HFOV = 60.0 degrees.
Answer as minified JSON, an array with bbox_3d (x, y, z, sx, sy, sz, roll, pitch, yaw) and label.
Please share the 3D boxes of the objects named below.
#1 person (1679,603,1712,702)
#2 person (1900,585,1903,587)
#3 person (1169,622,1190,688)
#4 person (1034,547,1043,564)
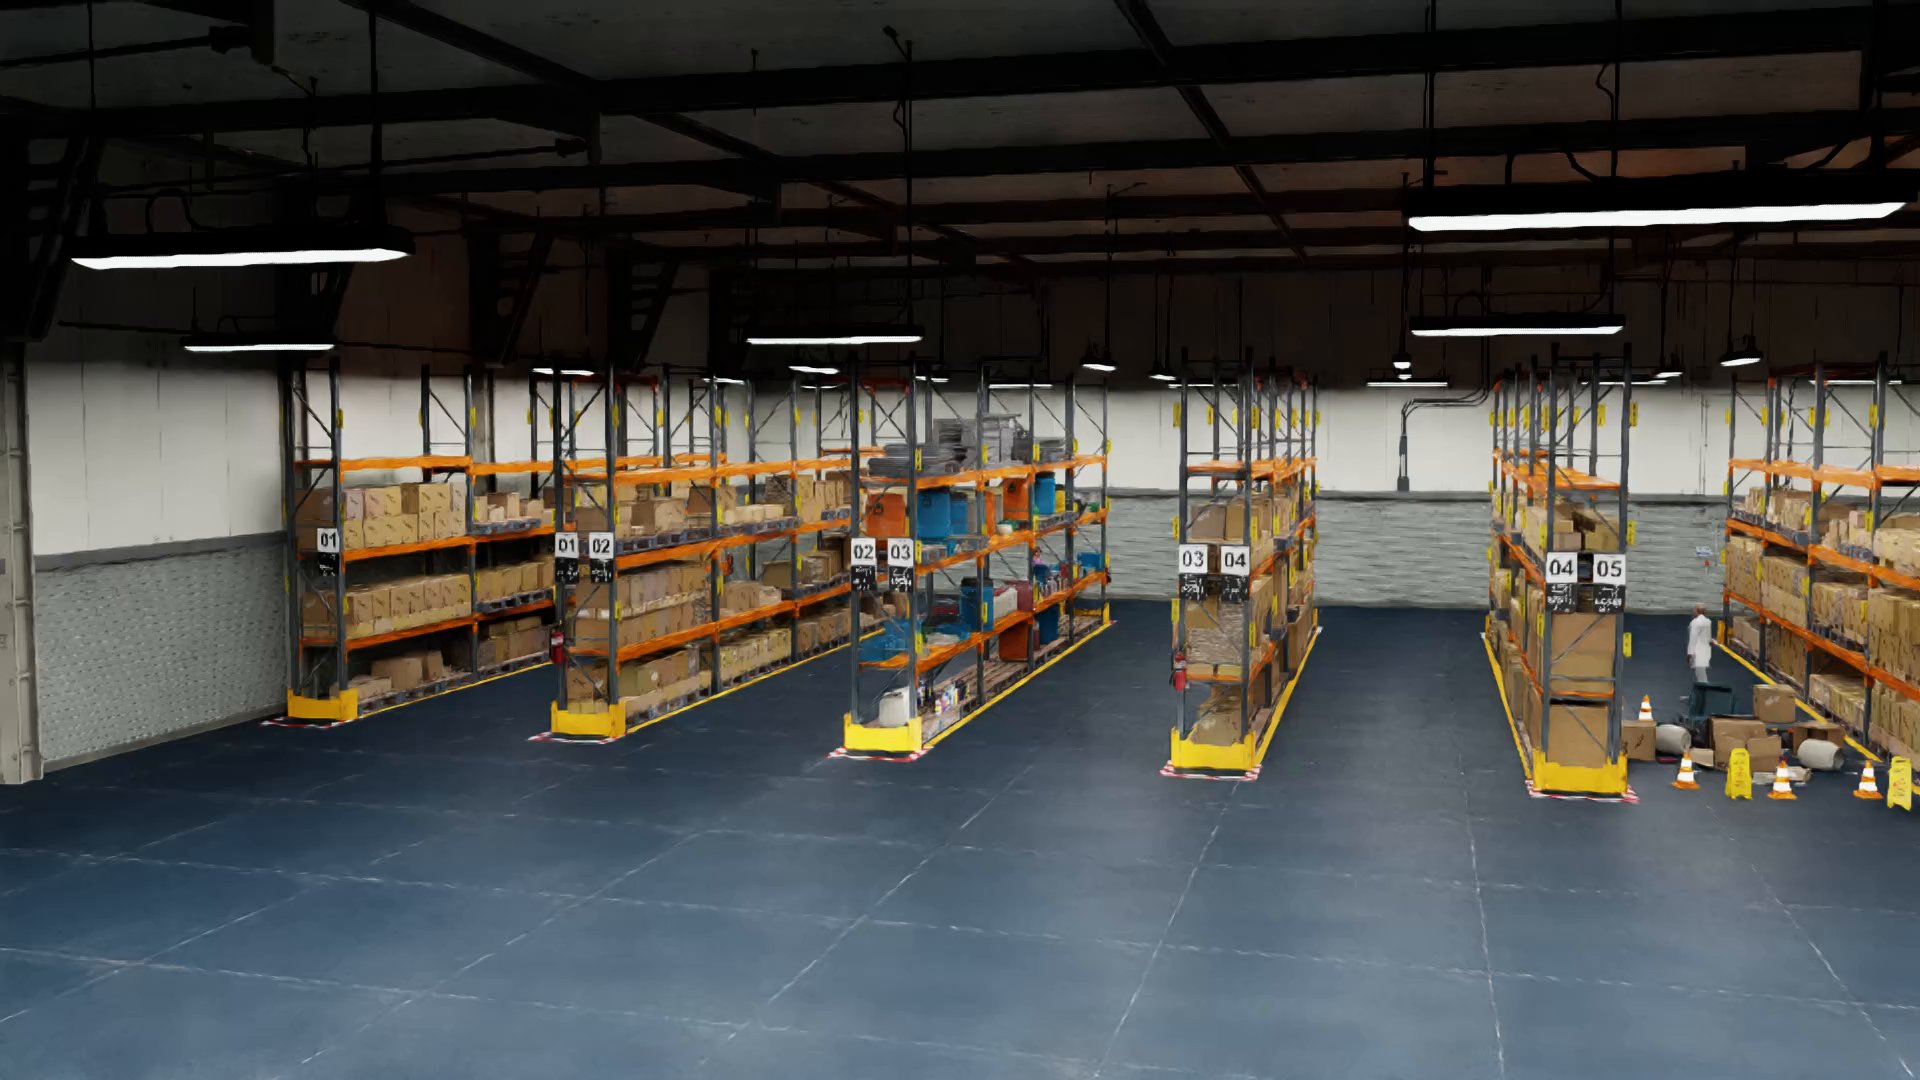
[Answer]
[{"bbox_3d":[12.811,1.974,28.920,0.629,1.773,0.677,4,6,43],"label":"person"},{"bbox_3d":[18.306,1.703,32.611,0.568,1.786,0.653,4,6,43],"label":"person"},{"bbox_3d":[4.086,1.889,30.829,0.577,1.665,0.555,4,6,40],"label":"person"},{"bbox_3d":[1.904,0.977,44.106,0.599,1.590,0.457,-3,5,-33],"label":"person"}]
